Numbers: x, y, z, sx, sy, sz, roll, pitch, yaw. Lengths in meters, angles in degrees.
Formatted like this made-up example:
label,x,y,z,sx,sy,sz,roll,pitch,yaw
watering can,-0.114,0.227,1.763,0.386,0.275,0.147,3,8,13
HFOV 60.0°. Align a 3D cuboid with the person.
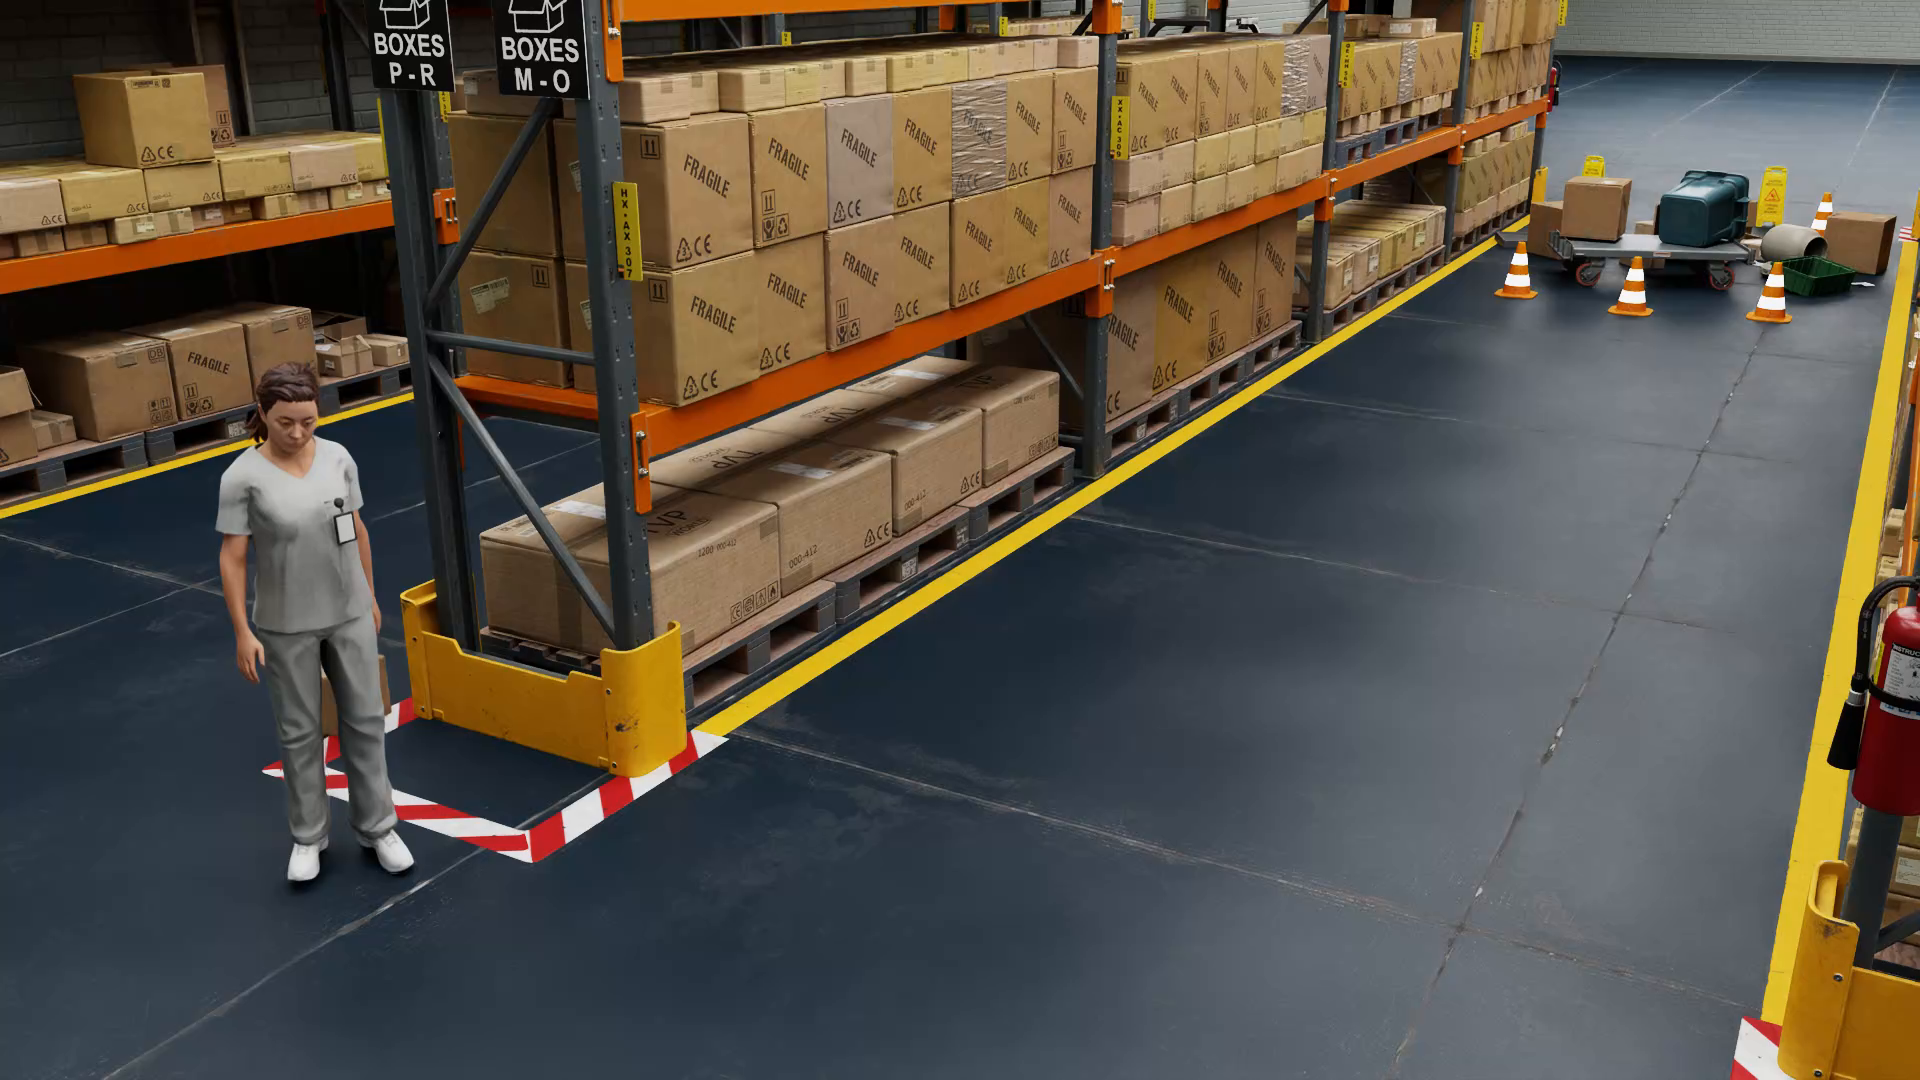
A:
label,x,y,z,sx,sy,sz,roll,pitch,yaw
person,-2.051,0.273,5.255,0.490,1.691,0.413,-14,24,-35
